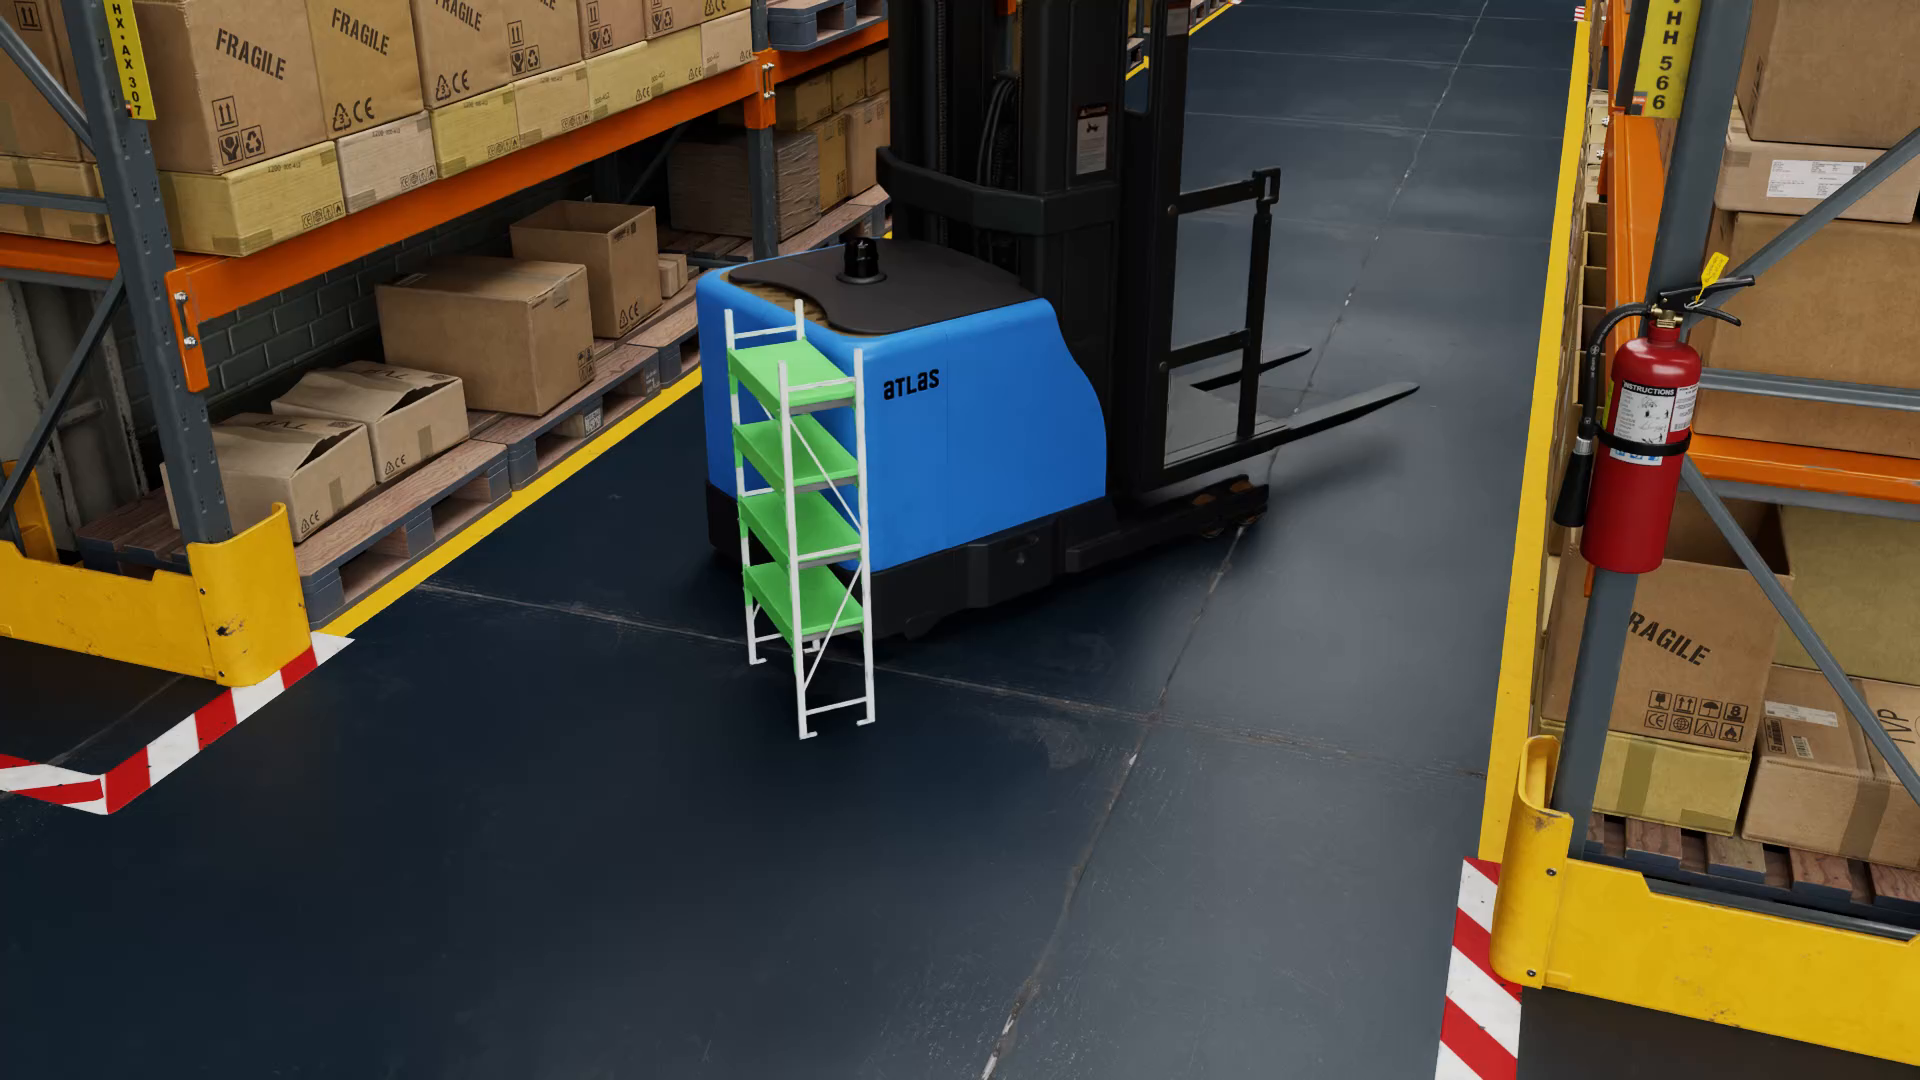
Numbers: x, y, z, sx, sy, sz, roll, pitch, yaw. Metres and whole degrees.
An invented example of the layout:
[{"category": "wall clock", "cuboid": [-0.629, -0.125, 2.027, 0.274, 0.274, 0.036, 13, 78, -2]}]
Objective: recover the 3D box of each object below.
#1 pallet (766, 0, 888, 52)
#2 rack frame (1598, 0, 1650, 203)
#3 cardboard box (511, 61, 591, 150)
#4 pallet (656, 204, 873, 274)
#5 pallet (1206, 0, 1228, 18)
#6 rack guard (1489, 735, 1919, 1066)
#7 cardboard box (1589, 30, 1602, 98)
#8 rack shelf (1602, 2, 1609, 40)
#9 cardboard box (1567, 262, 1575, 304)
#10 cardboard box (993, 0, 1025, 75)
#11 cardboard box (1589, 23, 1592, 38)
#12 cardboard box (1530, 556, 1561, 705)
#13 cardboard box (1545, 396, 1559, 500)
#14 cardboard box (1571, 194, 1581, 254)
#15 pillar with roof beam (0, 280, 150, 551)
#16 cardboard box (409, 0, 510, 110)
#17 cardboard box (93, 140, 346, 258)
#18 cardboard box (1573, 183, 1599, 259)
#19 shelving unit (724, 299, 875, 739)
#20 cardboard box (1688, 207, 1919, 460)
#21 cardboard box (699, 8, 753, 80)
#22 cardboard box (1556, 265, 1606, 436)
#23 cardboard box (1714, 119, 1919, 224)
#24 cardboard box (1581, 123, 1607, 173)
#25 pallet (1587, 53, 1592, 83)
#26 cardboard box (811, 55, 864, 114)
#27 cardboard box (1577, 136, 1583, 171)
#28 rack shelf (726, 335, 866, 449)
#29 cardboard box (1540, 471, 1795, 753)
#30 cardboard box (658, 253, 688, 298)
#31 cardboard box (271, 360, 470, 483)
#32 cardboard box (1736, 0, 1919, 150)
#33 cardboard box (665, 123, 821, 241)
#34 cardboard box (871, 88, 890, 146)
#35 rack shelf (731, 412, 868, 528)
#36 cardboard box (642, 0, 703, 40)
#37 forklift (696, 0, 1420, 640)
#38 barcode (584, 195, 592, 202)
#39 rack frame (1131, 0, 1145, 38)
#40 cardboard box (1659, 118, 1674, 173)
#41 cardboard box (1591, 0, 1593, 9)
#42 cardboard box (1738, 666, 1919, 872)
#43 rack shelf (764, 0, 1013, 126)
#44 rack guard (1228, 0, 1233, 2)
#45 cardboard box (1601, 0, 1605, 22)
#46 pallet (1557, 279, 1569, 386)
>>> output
[{"category": "pallet", "cuboid": [-1.048, -2.848, 8.911, 1.003, 0.211, 1.213, 9, 27, 17]}, {"category": "rack frame", "cuboid": [3.233, -1.925, 6.783, 1.000, 3.000, 0.127, 9, 27, 17]}, {"category": "cardboard box", "cuboid": [-1.804, -1.725, 6.520, 0.500, 0.250, 0.500, 9, 27, 18]}, {"category": "pallet", "cuboid": [-1.182, -1.707, 9.533, 1.003, 0.211, 1.213, 9, 27, 17]}, {"category": "pallet", "cuboid": [2.361, -5.978, 18.355, 1.003, 0.211, 1.213, 9, 27, 17]}, {"category": "rack guard", "cuboid": [1.894, 0.854, 3.913, 1.175, 0.500, 0.348, 9, 27, 17]}, {"category": "cardboard box", "cuboid": [4.995, -3.489, 12.378, 0.500, 0.500, 0.500, 8, 27, 15]}, {"category": "rack shelf", "cuboid": [5.230, -4.067, 12.033, 1.077, 0.370, 4.000, 9, 27, 17]}, {"category": "cardboard box", "cuboid": [3.098, -1.089, 7.730, 0.500, 0.250, 0.500, 8, 27, 17]}, {"category": "cardboard box", "cuboid": [0.260, -3.790, 12.621, 0.750, 0.750, 0.750, 8, 27, 17]}, {"category": "cardboard box", "cuboid": [5.885, -4.565, 15.004, 0.380, 0.149, 0.250, 9, 27, 17]}, {"category": "cardboard box", "cuboid": [1.957, 0.297, 4.868, 0.500, 0.250, 0.500, 9, 27, 17]}, {"category": "cardboard box", "cuboid": [2.450, -0.320, 6.143, 0.500, 0.250, 0.500, 9, 27, 17]}, {"category": "cardboard box", "cuboid": [3.608, -1.716, 9.024, 0.500, 0.250, 0.500, 9, 27, 18]}, {"category": "pillar with roof beam", "cuboid": [0.706, -3.487, 3.125, 9.100, 9.000, 0.400, 9, 27, 17]}, {"category": "cardboard box", "cuboid": [-1.977, -1.843, 5.902, 0.500, 0.500, 0.500, 8, 27, 16]}, {"category": "cardboard box", "cuboid": [-2.309, -1.094, 5.216, 0.500, 0.250, 0.500, 8, 27, 16]}, {"category": "cardboard box", "cuboid": [3.265, -1.551, 8.042, 0.500, 0.311, 0.500, 10, 27, 19]}, {"category": "shelving unit", "cuboid": [-0.478, -0.060, 4.996, 0.258, 1.200, 0.503, -12, 28, -22]}, {"category": "cardboard box", "cuboid": [2.069, -0.516, 3.759, 0.700, 0.500, 0.500, 9, 27, 17]}, {"category": "cardboard box", "cuboid": [-1.311, -2.345, 7.799, 0.500, 0.250, 0.500, 9, 27, 18]}, {"category": "cardboard box", "cuboid": [2.451, -0.658, 5.979, 0.500, 0.500, 0.500, 9, 27, 17]}, {"category": "cardboard box", "cuboid": [1.849, -0.803, 3.607, 0.380, 0.149, 0.250, 8, 27, 17]}, {"category": "cardboard box", "cuboid": [3.774, -2.173, 9.327, 0.500, 0.311, 0.500, 8, 27, 16]}, {"category": "pallet", "cuboid": [6.125, -4.239, 14.764, 1.003, 0.211, 1.213, 9, 27, 17]}, {"category": "cardboard box", "cuboid": [-0.897, -2.753, 9.997, 0.500, 0.250, 0.500, 8, 27, 16]}, {"category": "cardboard box", "cuboid": [4.113, -2.347, 10.330, 0.500, 0.250, 0.500, 9, 27, 17]}, {"category": "rack shelf", "cuboid": [-0.481, -0.434, 4.813, 0.258, 0.148, 0.480, -12, 28, -22]}, {"category": "cardboard box", "cuboid": [1.800, 0.166, 4.277, 0.500, 0.500, 0.500, 9, 27, 17]}, {"category": "cardboard box", "cuboid": [-1.589, -1.340, 8.322, 0.380, 0.166, 0.250, 5, 26, 11]}, {"category": "cardboard box", "cuboid": [-2.266, -0.491, 6.403, 0.500, 0.311, 0.500, 11, 28, 22]}, {"category": "cardboard box", "cuboid": [2.087, -1.122, 3.521, 0.700, 0.500, 0.500, 9, 27, 18]}, {"category": "cardboard box", "cuboid": [-1.210, -2.019, 9.342, 0.700, 0.500, 0.500, 10, 27, 19]}, {"category": "cardboard box", "cuboid": [-0.719, -2.652, 10.648, 0.700, 0.500, 0.500, 9, 27, 17]}, {"category": "rack shelf", "cuboid": [-0.479, -0.219, 4.918, 0.258, 0.148, 0.480, -12, 28, -22]}, {"category": "cardboard box", "cuboid": [-1.466, -2.476, 7.210, 0.500, 0.500, 0.500, 9, 27, 17]}, {"category": "forklift", "cuboid": [0.560, -1.490, 5.965, 3.031, 2.935, 1.130, -18, 31, -33]}, {"category": "barcode", "cuboid": [-1.846, -1.672, 8.257, 0.001, 0.075, 0.075, 9, 27, 17]}, {"category": "rack frame", "cuboid": [1.223, -5.929, 15.054, 1.000, 3.000, 0.127, 9, 27, 17]}, {"category": "cardboard box", "cuboid": [2.922, -1.569, 5.933, 0.700, 0.500, 0.500, 8, 27, 17]}, {"category": "cardboard box", "cuboid": [6.611, -5.429, 16.671, 0.500, 0.250, 0.500, 9, 27, 17]}, {"category": "cardboard box", "cuboid": [2.290, 0.579, 4.285, 0.500, 0.250, 0.500, 9, 27, 17]}, {"category": "rack shelf", "cuboid": [-0.774, -3.140, 10.118, 1.077, 0.370, 4.000, 9, 27, 17]}, {"category": "rack guard", "cuboid": [2.562, -6.458, 19.014, 1.175, 0.500, 0.348, 9, 27, 17]}, {"category": "cardboard box", "cuboid": [5.172, -4.048, 12.673, 0.500, 0.250, 0.500, 9, 27, 18]}, {"category": "pallet", "cuboid": [3.441, -0.978, 8.028, 1.003, 0.211, 1.213, 9, 27, 17]}]
